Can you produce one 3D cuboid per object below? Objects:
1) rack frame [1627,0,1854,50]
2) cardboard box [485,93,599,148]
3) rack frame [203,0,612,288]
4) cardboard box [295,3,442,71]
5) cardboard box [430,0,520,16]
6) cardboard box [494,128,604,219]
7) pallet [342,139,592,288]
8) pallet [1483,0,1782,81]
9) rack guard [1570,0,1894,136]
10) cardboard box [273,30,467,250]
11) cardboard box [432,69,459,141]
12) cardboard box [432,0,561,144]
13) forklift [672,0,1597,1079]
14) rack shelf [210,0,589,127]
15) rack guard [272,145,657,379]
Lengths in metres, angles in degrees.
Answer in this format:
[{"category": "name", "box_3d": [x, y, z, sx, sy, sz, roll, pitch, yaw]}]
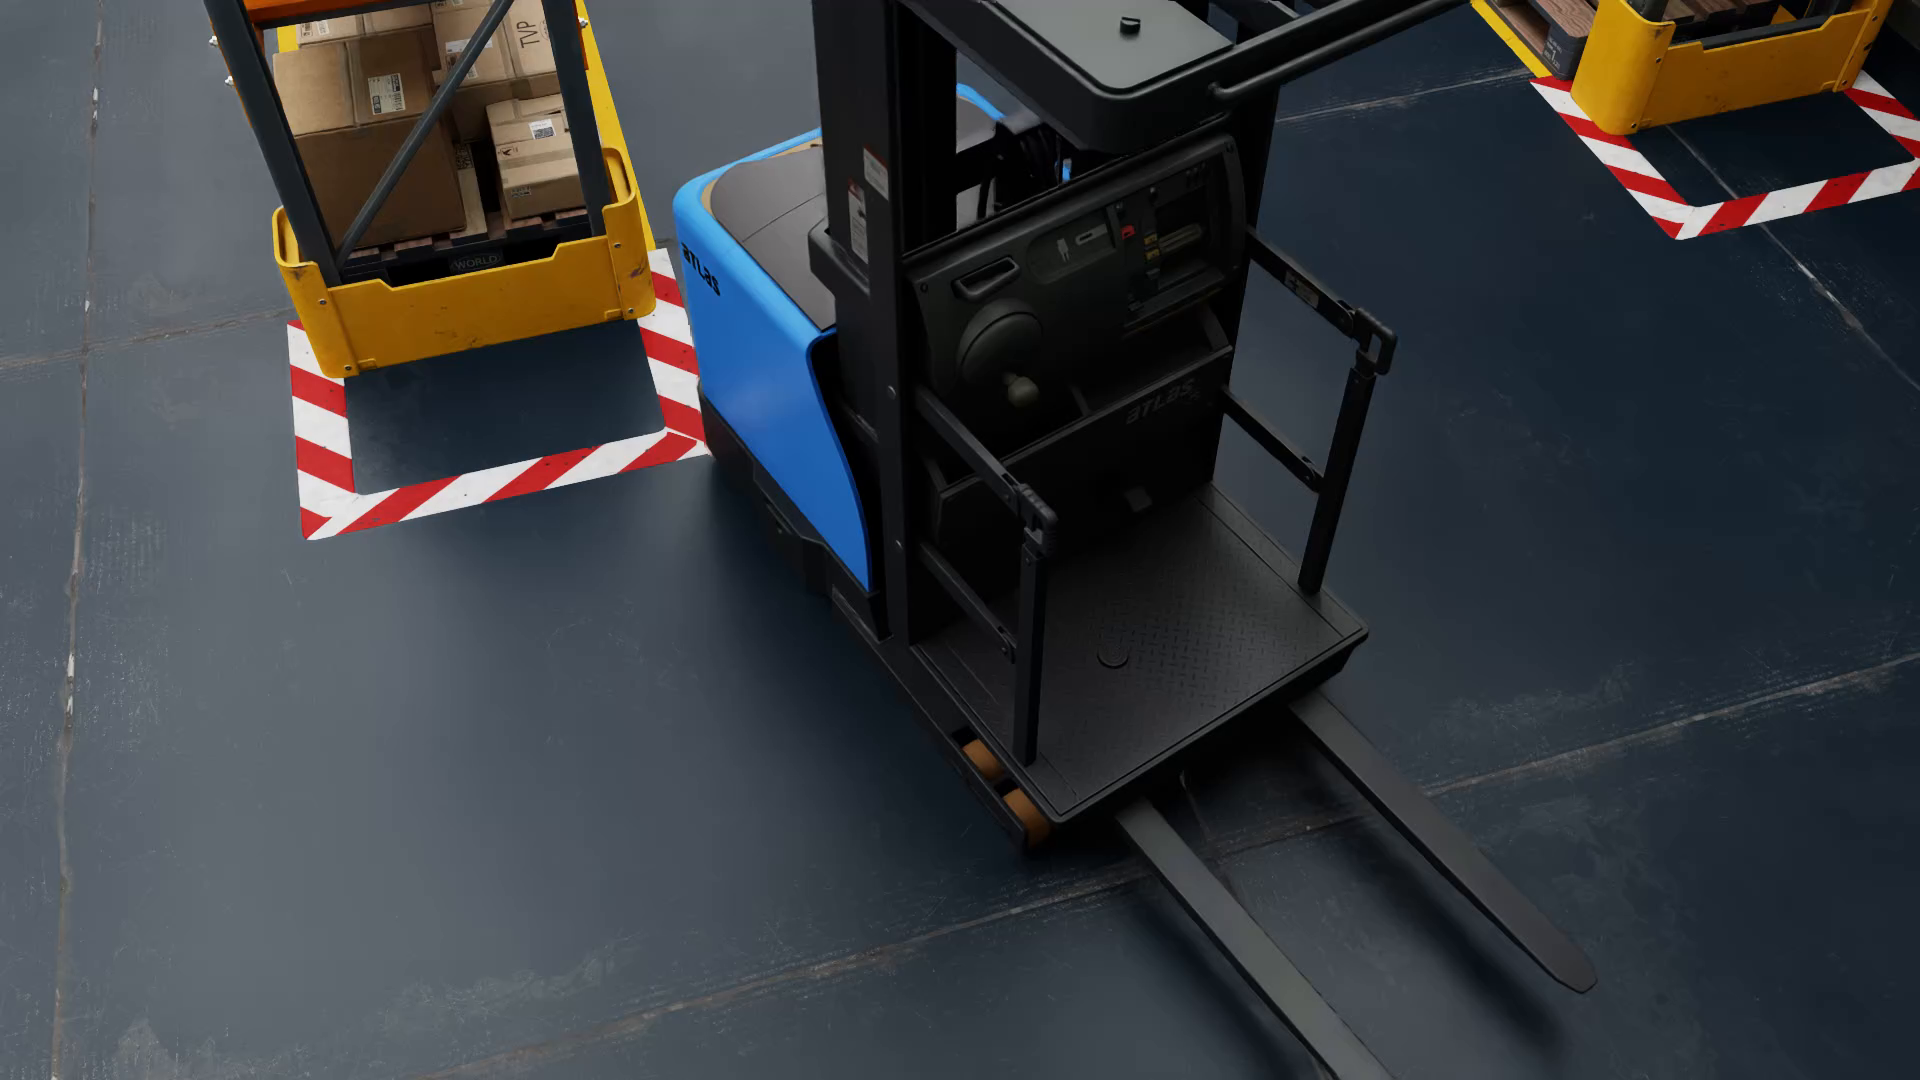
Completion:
[{"category": "rack frame", "box_3d": [3.072, -2.834, 5.677, 1.000, 3.000, 0.127, -13, 51, -11]}, {"category": "cardboard box", "box_3d": [-1.528, -1.506, 6.123, 0.380, 0.166, 0.250, -13, 51, -11]}, {"category": "rack frame", "box_3d": [-1.659, -1.711, 4.731, 1.000, 3.000, 0.127, -13, 51, -11]}, {"category": "cardboard box", "box_3d": [-2.307, -2.009, 6.492, 0.500, 0.250, 0.500, -13, 51, -11]}, {"category": "cardboard box", "box_3d": [-1.844, -2.158, 6.618, 0.500, 0.250, 0.500, -13, 51, -11]}, {"category": "cardboard box", "box_3d": [-1.454, -1.318, 5.976, 0.380, 0.149, 0.250, -13, 51, -11]}, {"category": "pallet", "box_3d": [-1.918, -1.450, 6.334, 1.003, 0.211, 1.213, -13, 51, -11]}, {"category": "pallet", "box_3d": [2.761, -2.501, 7.221, 1.003, 0.211, 1.213, -13, 51, -11]}, {"category": "rack guard", "box_3d": [3.079, -2.011, 6.618, 1.175, 0.500, 0.348, -13, 51, -11]}, {"category": "cardboard box", "box_3d": [-2.055, -1.389, 5.806, 0.500, 0.500, 0.500, -13, 51, -11]}, {"category": "cardboard box", "box_3d": [-2.089, -1.597, 6.200, 0.380, 0.166, 0.250, -13, 51, -11]}, {"category": "cardboard box", "box_3d": [-1.696, -1.793, 6.310, 0.500, 0.250, 0.500, -13, 51, -11]}, {"category": "forklift", "box_3d": [0.420, -0.532, 3.781, 1.130, 2.935, 3.031, -28, 55, -22]}, {"category": "rack shelf", "box_3d": [-2.250, -2.940, 6.237, 1.077, 0.370, 4.000, -13, 51, -11]}, {"category": "rack guard", "box_3d": [-1.681, -0.961, 5.733, 1.175, 0.500, 0.348, -13, 51, -11]}]
